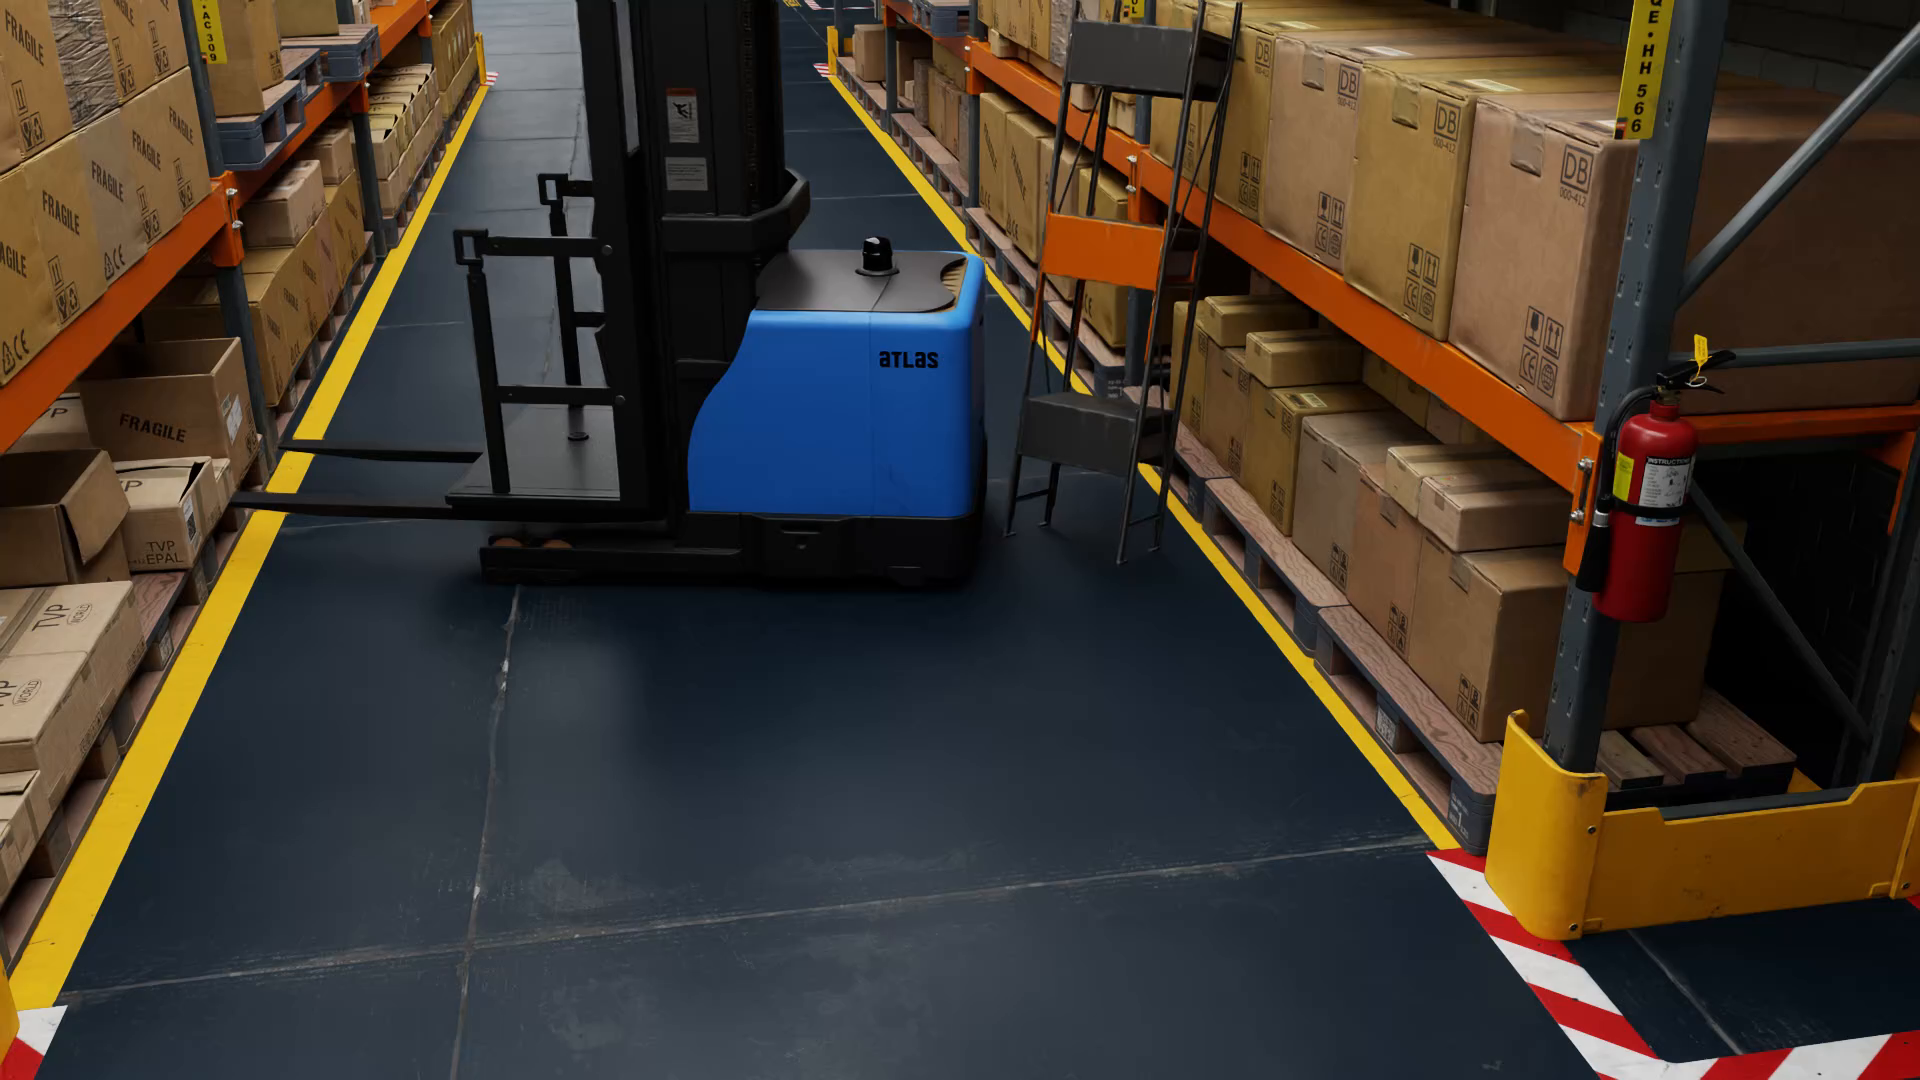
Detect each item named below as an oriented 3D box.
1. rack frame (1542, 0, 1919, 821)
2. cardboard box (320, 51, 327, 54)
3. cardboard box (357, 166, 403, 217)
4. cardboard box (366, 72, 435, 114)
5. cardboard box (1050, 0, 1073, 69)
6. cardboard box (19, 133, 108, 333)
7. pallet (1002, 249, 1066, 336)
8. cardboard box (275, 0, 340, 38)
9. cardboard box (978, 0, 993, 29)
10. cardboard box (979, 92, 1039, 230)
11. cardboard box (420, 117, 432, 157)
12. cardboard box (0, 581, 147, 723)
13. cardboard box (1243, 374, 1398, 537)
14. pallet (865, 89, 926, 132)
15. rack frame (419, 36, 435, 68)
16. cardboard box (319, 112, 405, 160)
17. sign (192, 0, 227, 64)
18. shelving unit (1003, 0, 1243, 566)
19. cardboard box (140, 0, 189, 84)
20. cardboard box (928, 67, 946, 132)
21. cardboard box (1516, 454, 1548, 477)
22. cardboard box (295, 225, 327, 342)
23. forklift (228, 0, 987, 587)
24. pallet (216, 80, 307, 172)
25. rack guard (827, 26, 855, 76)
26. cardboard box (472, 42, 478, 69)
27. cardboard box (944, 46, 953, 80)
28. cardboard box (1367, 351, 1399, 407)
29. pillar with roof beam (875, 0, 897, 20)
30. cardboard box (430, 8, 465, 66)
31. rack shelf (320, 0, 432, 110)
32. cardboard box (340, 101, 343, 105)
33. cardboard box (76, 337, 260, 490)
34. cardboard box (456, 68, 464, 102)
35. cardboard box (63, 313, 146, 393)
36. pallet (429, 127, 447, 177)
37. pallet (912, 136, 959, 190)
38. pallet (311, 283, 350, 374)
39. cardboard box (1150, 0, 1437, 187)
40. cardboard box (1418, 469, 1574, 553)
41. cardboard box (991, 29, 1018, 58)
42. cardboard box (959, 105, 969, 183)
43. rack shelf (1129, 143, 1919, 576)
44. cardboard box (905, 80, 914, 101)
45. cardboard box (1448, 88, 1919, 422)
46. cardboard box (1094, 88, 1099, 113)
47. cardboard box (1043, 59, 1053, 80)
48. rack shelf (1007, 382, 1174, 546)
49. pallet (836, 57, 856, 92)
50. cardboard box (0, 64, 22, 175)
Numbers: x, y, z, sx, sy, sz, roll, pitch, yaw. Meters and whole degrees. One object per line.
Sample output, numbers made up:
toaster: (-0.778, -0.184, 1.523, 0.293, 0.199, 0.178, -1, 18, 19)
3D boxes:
rack frame: (2.043, -0.441, 4.013, 1.000, 3.000, 0.127, -4, 24, -10)
cardboard box: (-4.328, -3.326, 10.728, 0.500, 0.311, 0.500, -3, 24, -6)
cardboard box: (-4.112, -2.380, 11.363, 0.500, 0.250, 0.500, -4, 24, -10)
cardboard box: (-4.584, -3.641, 13.548, 0.500, 0.311, 0.500, -4, 24, -8)
cardboard box: (0.782, -2.767, 8.817, 0.500, 0.500, 0.500, -4, 24, -10)
cardboard box: (-2.929, -0.910, 4.961, 0.500, 0.500, 0.500, -4, 24, -9)
pallet: (0.858, -1.516, 9.957, 1.003, 0.211, 1.213, -4, 24, -10)
cardboard box: (-4.077, -3.219, 9.723, 0.700, 0.500, 0.500, -13, 27, -27)
cardboard box: (0.402, -3.569, 10.654, 0.500, 0.500, 0.500, -4, 24, -8)
cardboard box: (0.571, -2.497, 10.880, 0.750, 0.750, 0.750, -5, 24, -10)
cardboard box: (-4.495, -3.184, 13.203, 0.500, 0.250, 0.500, -4, 24, -9)
cardboard box: (-2.831, 0.357, 5.071, 0.500, 0.250, 0.500, -4, 24, -10)
cardboard box: (1.523, -0.360, 6.425, 0.700, 0.500, 0.500, -4, 24, -9)
pallet: (-0.335, -4.145, 15.977, 1.003, 0.211, 1.213, -4, 24, -10)
rack frame: (-5.043, -4.793, 13.978, 1.000, 3.000, 0.127, -4, 24, -10)
cardboard box: (-4.217, -2.843, 11.722, 0.500, 0.311, 0.500, -5, 24, -11)
sign: (-3.032, -2.087, 6.698, 0.100, 0.325, 0.005, -4, 24, -10)
shelving unit: (0.608, -0.999, 6.339, 0.503, 2.100, 0.431, 14, 15, 27)
cardboard box: (-3.216, -1.971, 6.141, 0.500, 0.500, 0.500, -4, 24, -9)
cardboard box: (0.122, -3.730, 14.116, 0.700, 0.500, 0.500, -5, 24, -11)
cardboard box: (1.941, -0.218, 5.290, 0.380, 0.149, 0.250, -4, 24, -10)
cardboard box: (-3.609, -1.317, 8.592, 0.500, 0.500, 0.500, -4, 24, -9)
forklift: (-1.426, -1.383, 6.255, 3.031, 2.935, 1.130, 2, 24, 4)
pallet: (-3.605, -1.881, 7.549, 1.003, 0.211, 1.213, -4, 24, -10)
rack guard: (-0.901, -5.559, 18.855, 1.175, 0.500, 0.348, -4, 24, -10)
cardboard box: (-5.393, -5.110, 17.613, 0.500, 0.250, 0.500, -4, 24, -10)
cardboard box: (0.161, -3.896, 13.558, 0.500, 0.250, 0.500, -5, 24, -11)
cardboard box: (1.753, -0.617, 6.204, 0.380, 0.149, 0.250, -5, 24, -11)
pillar with roof beam: (-5.276, -11.314, 21.412, 9.100, 9.000, 0.400, -4, 24, -10)
cardboard box: (-5.101, -4.865, 16.115, 0.500, 0.500, 0.500, -4, 24, -10)
rack shelf: (-4.674, -3.677, 12.320, 1.077, 0.370, 4.000, -4, 24, -10)
cardboard box: (-4.926, -3.197, 12.533, 0.500, 0.311, 0.500, -4, 24, -8)
cardboard box: (-3.180, -0.500, 6.720, 0.500, 0.500, 0.500, -4, 24, -10)
cardboard box: (-5.006, -4.325, 15.815, 0.500, 0.250, 0.500, -4, 24, -10)
cardboard box: (-3.937, -0.876, 7.581, 0.500, 0.500, 0.500, -4, 24, -10)
pallet: (-4.869, -3.229, 13.879, 1.003, 0.211, 1.213, -4, 24, -10)
pallet: (0.199, -3.097, 13.577, 1.003, 0.211, 1.213, -4, 24, -10)
pallet: (-3.981, -1.167, 9.158, 1.003, 0.211, 1.213, -4, 24, -10)
cardboard box: (1.388, -1.938, 7.064, 0.980, 0.700, 0.700, -4, 24, -9)
cardboard box: (1.613, -0.091, 4.998, 0.380, 0.149, 0.250, -5, 24, -10)
cardboard box: (0.401, -3.125, 10.446, 0.380, 0.149, 0.250, -4, 24, -8)
cardboard box: (0.379, -2.924, 12.270, 0.700, 0.500, 0.500, -4, 24, -9)
rack shelf: (1.673, -0.898, 5.958, 1.077, 0.370, 4.000, -4, 24, -10)
cardboard box: (-0.304, -4.273, 15.776, 0.380, 0.166, 0.250, -8, 25, -17)
cardboard box: (1.939, -0.779, 4.411, 0.980, 0.700, 0.700, -3, 24, -7)
cardboard box: (0.889, -2.224, 8.382, 0.380, 0.149, 0.250, -4, 24, -8)
cardboard box: (0.691, -2.733, 9.549, 0.380, 0.149, 0.250, -4, 24, -9)
rack shelf: (0.522, -0.310, 6.502, 0.480, 0.518, 0.431, 14, 15, 27)
pallet: (-0.786, -5.105, 18.175, 1.003, 0.211, 1.213, -4, 24, -10)
cardboard box: (-2.839, -1.174, 4.315, 0.500, 0.500, 0.500, -4, 24, -9)
